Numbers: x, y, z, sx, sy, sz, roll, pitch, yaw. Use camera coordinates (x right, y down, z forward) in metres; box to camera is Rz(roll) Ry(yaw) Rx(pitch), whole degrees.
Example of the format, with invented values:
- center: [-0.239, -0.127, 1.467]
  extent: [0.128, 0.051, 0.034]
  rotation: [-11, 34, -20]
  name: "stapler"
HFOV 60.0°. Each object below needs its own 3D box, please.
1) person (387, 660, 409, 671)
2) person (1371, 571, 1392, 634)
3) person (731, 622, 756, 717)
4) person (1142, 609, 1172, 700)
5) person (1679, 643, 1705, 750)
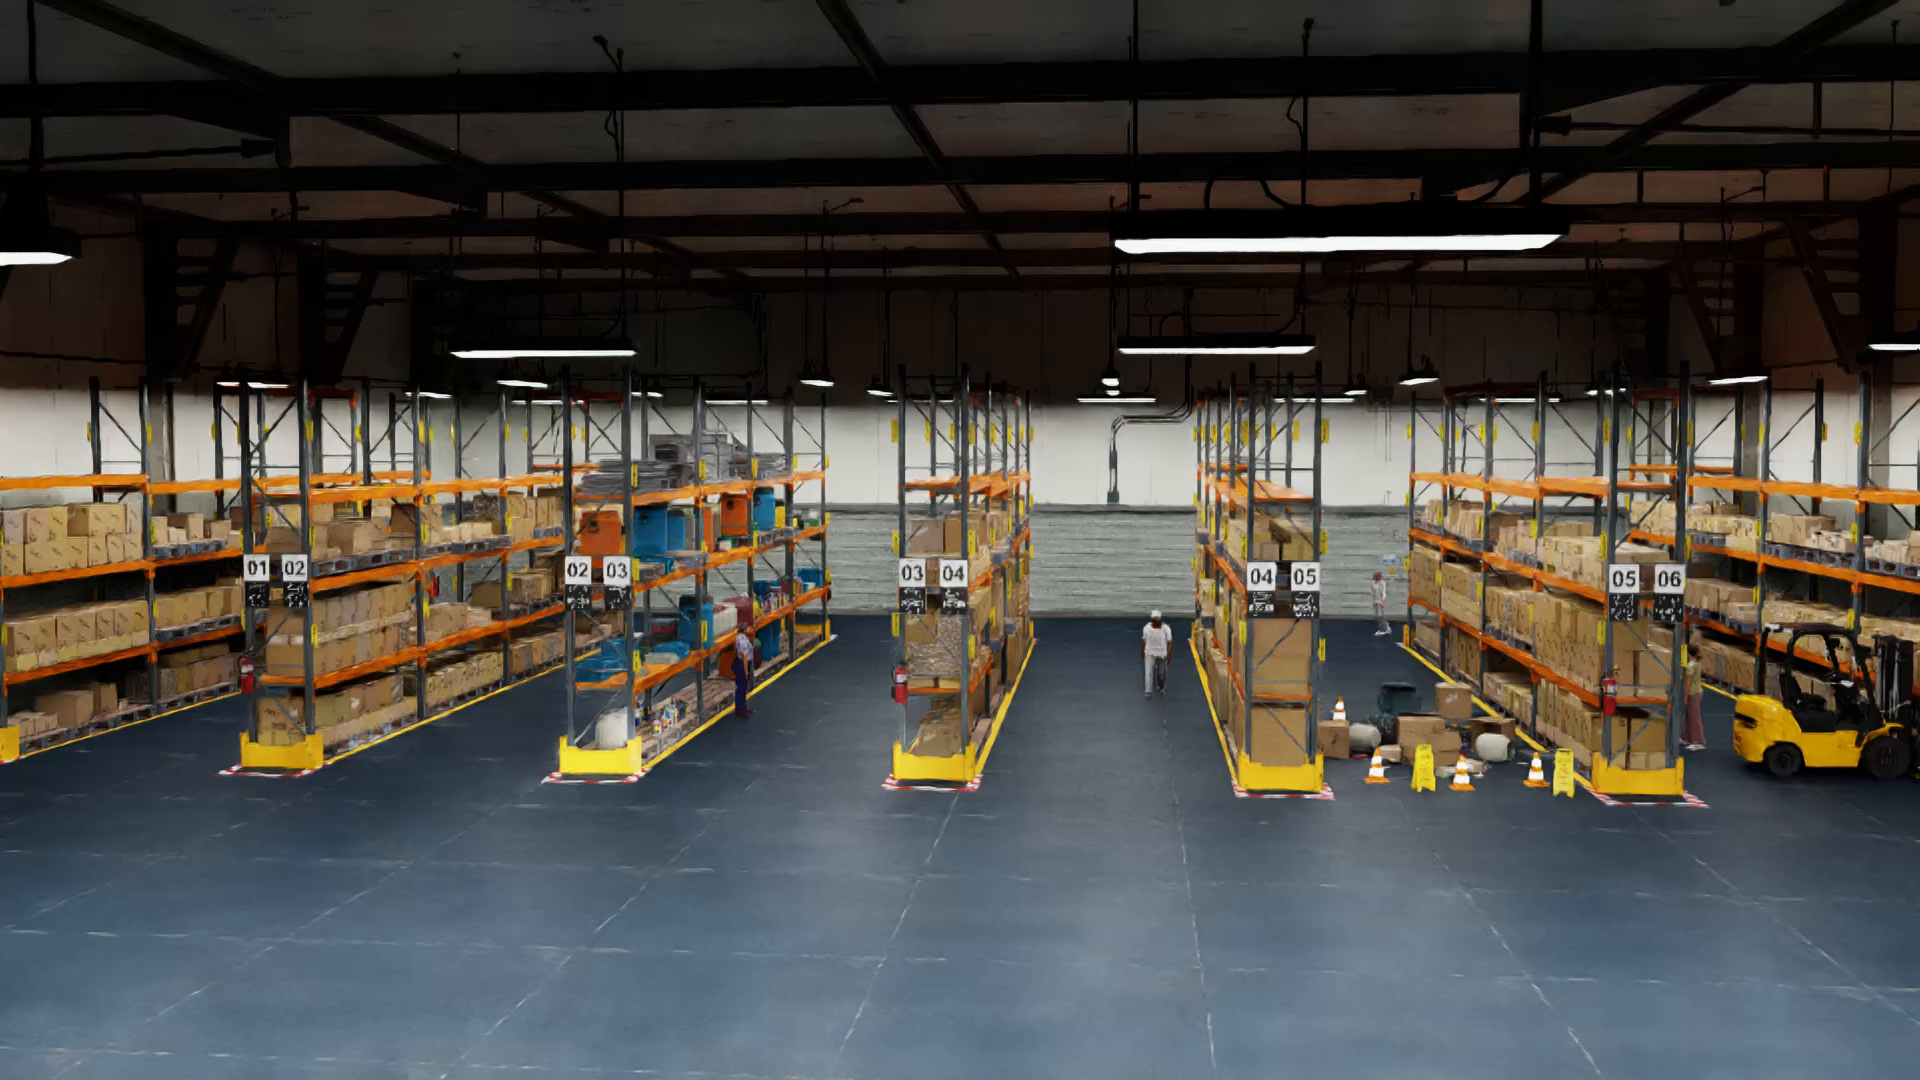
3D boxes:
- center: [-11.511, 1.974, 33.910]
  extent: [0.683, 1.714, 0.524]
  rotation: [0, 4, 4]
  name: "person"
- center: [10.439, 1.559, 41.229]
  extent: [0.401, 1.577, 0.552]
  rotation: [-2, 4, -25]
  name: "person"
- center: [-3.814, 2.279, 29.465]
  extent: [0.445, 1.652, 0.577]
  rotation: [-1, 4, -18]
  name: "person"
- center: [3.702, 2.134, 31.289]
  extent: [0.582, 1.685, 1.118]
  rotation: [1, 4, 10]
  name: "person"
- center: [11.579, 2.457, 26.404]
  extent: [0.569, 1.668, 0.560]
  rotation: [3, 5, 37]
  name: "person"
